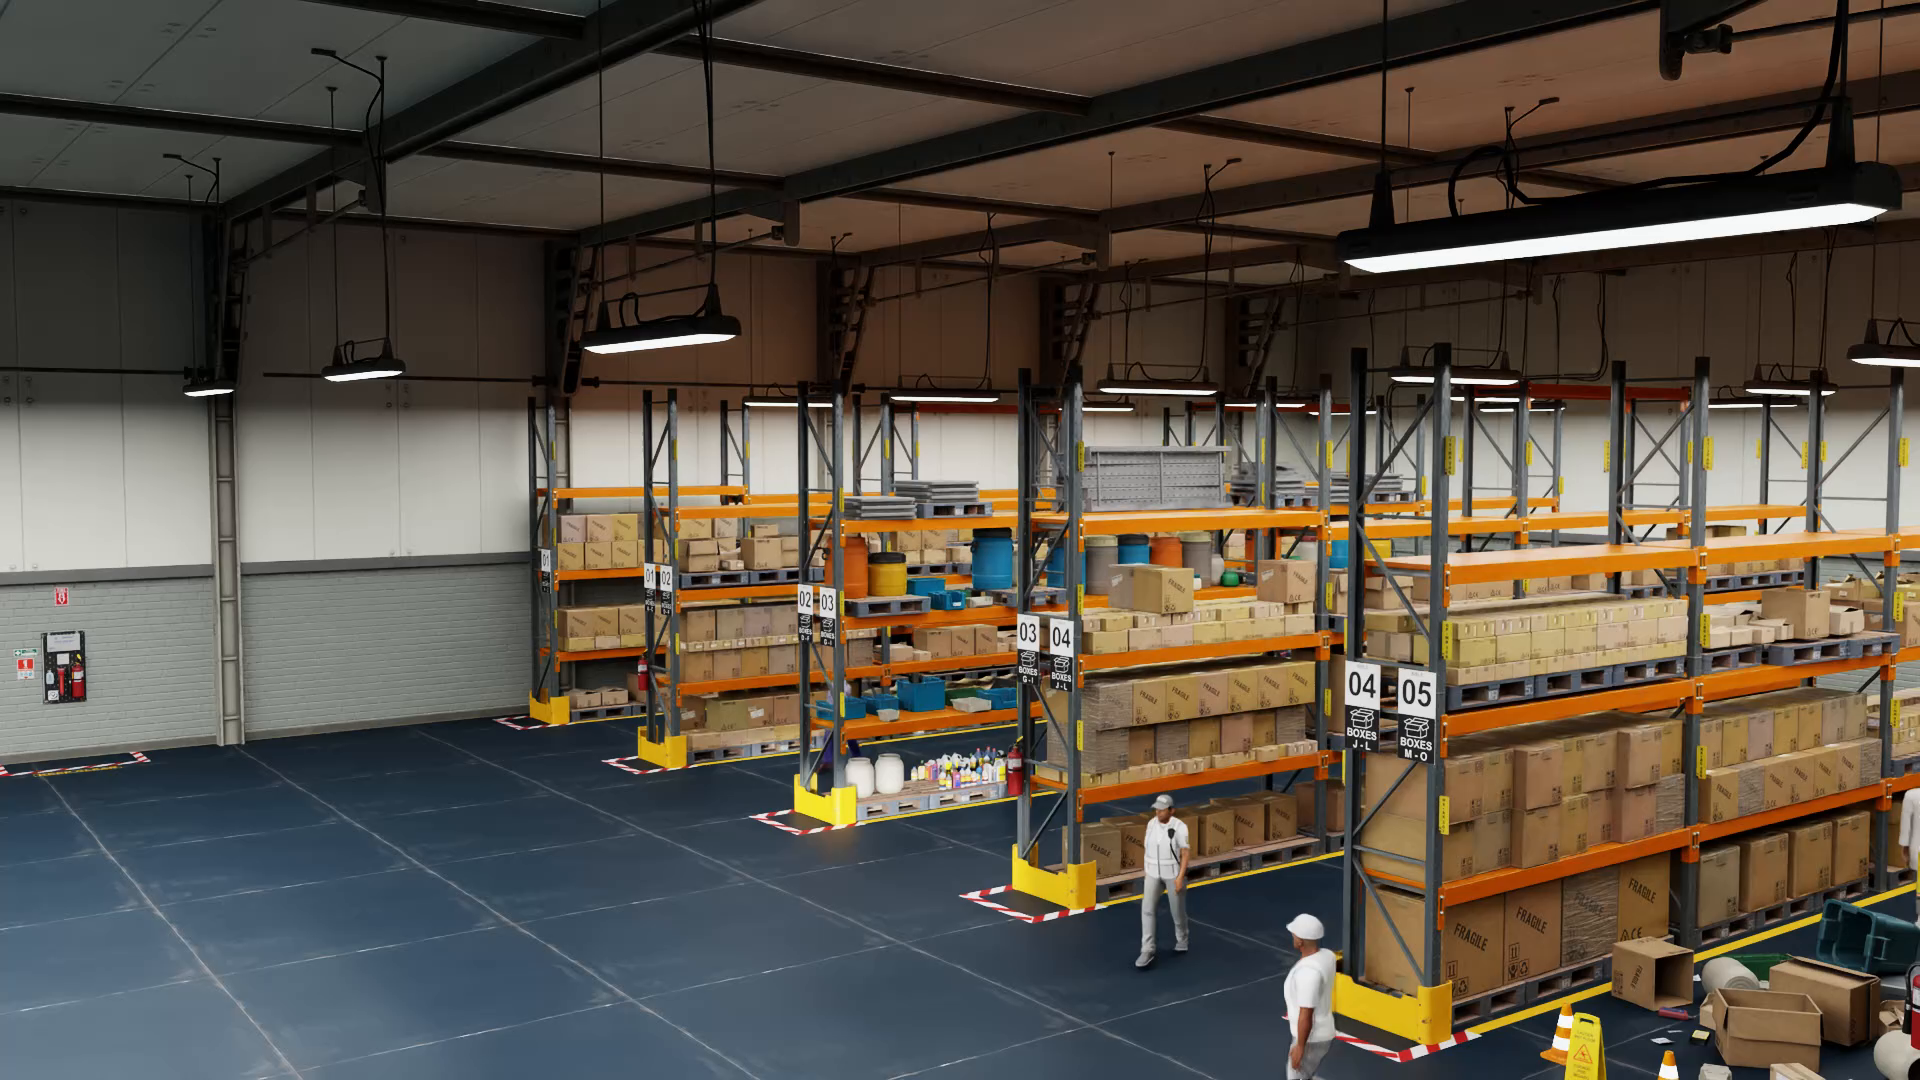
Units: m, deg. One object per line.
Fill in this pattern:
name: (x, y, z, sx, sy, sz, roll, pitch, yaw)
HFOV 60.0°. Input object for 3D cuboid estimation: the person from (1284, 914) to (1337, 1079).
person: (2.587, 3.562, 11.969, 0.657, 1.754, 0.563, 1, 3, 12)

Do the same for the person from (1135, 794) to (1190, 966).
person: (2.046, 3.355, 16.578, 0.507, 1.628, 0.886, 2, 4, 28)

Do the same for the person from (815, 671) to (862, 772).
person: (-1.923, 2.796, 26.122, 0.508, 1.612, 0.878, 3, 5, 44)

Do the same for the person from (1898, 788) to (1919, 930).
person: (10.179, 3.246, 17.456, 0.613, 1.769, 0.612, -3, 4, -37)
